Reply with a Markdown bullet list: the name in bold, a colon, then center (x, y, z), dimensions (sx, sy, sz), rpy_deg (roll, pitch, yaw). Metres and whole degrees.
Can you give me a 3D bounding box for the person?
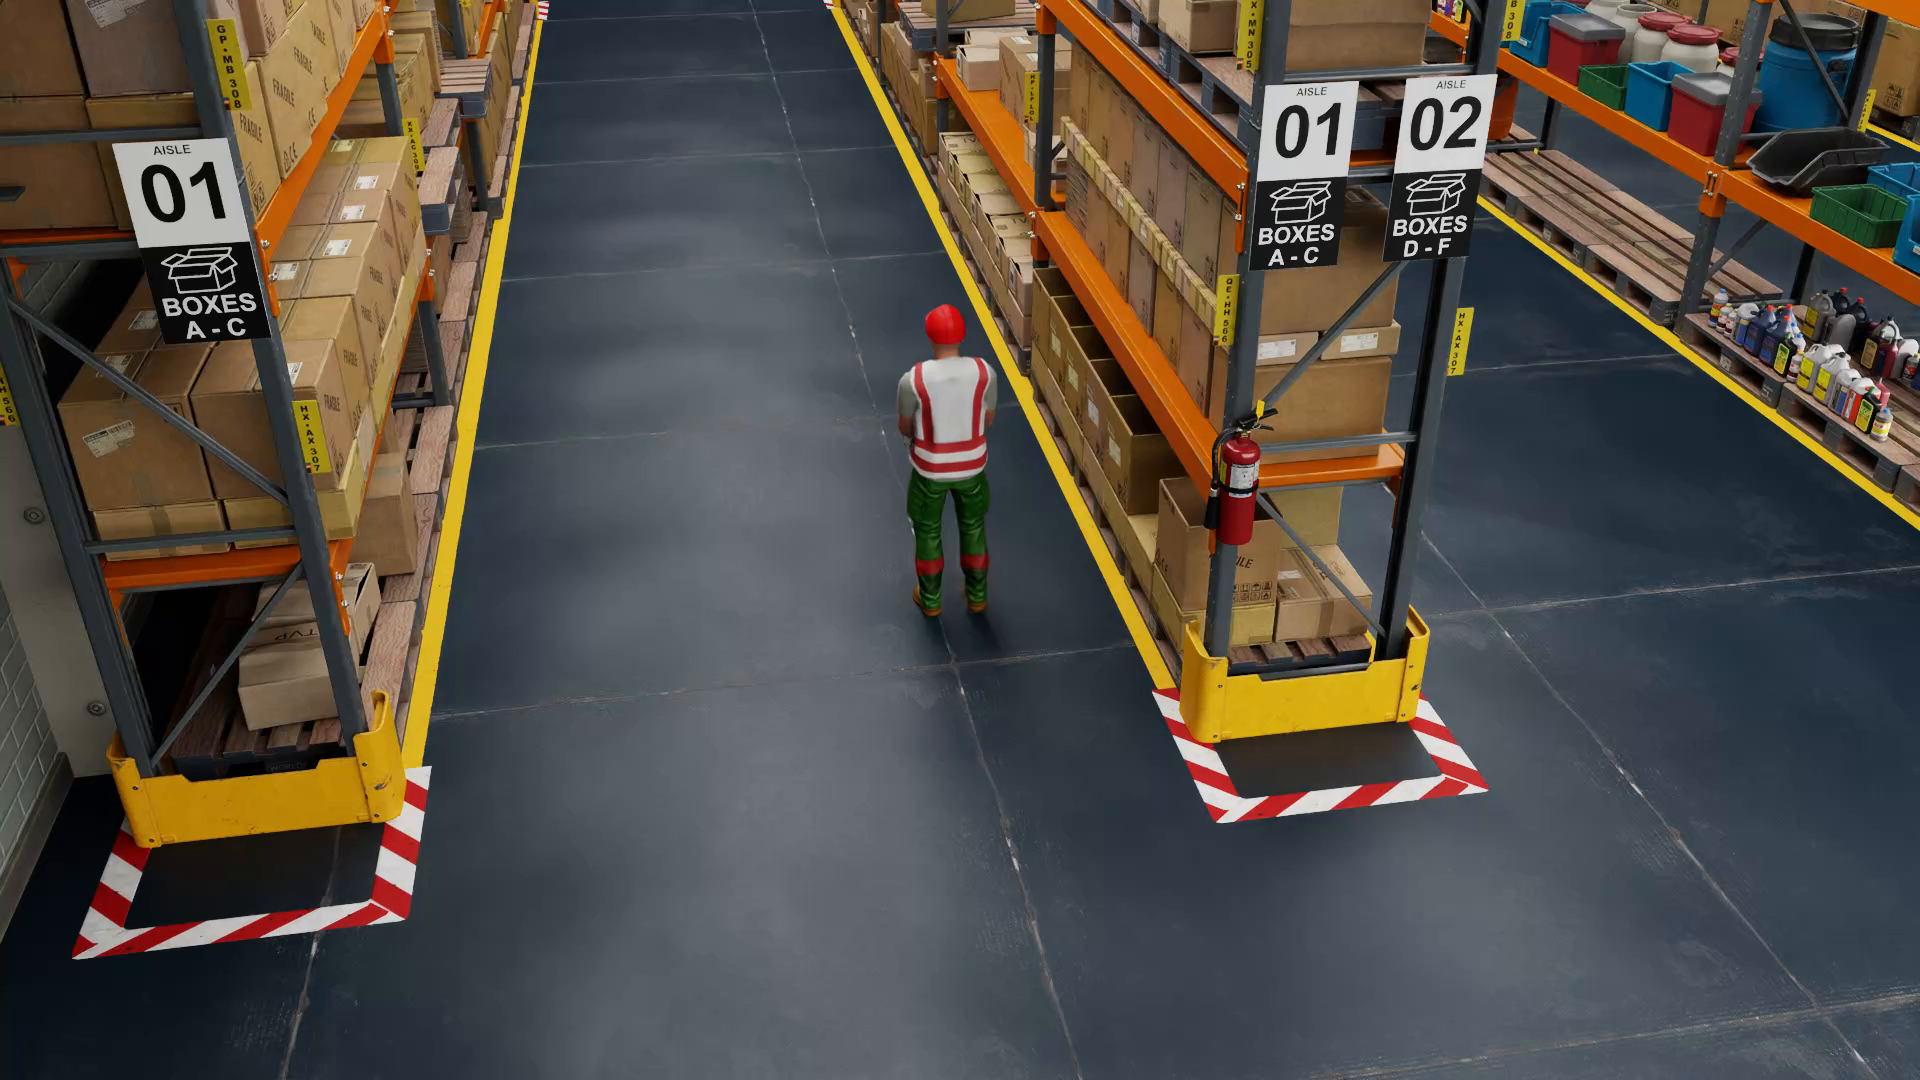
- **person**: center (-0.080, -0.439, 8.858), dimensions (0.528, 1.794, 0.508), rpy_deg (-6, 31, -9)
